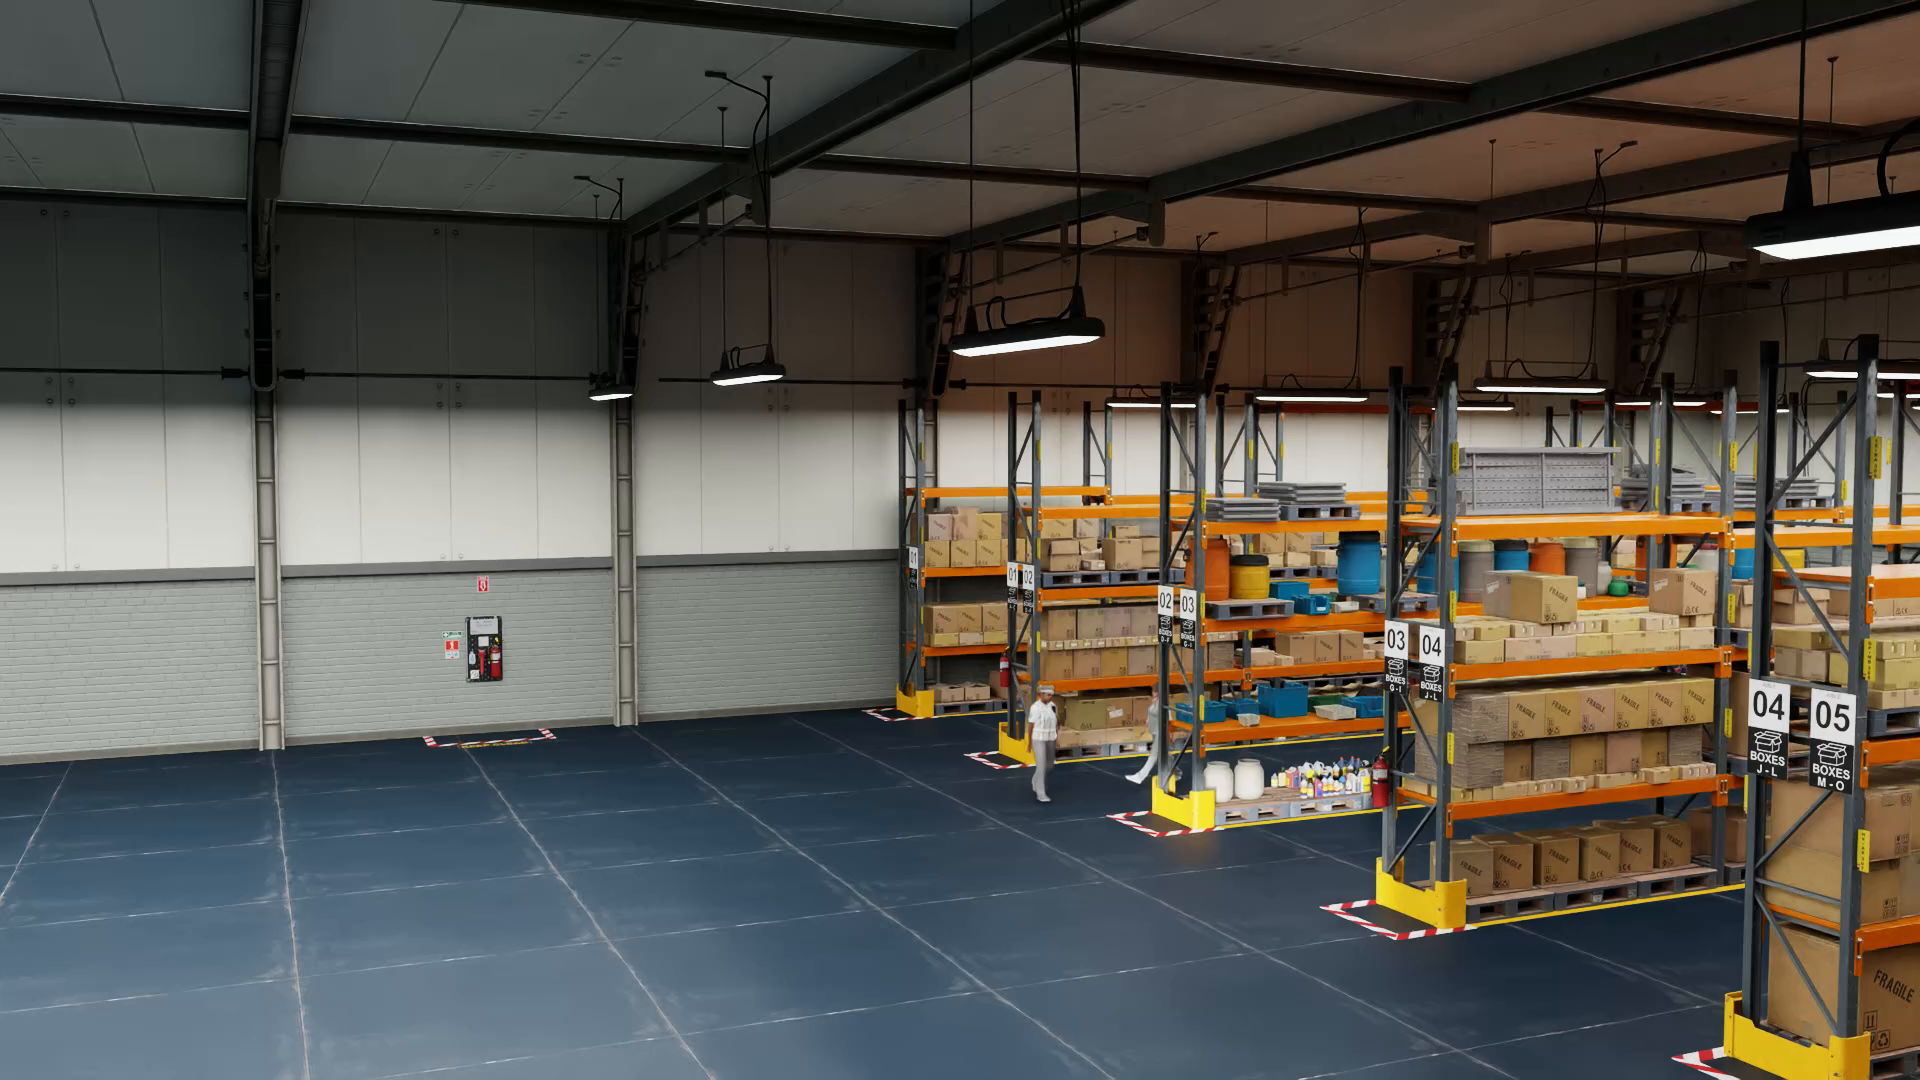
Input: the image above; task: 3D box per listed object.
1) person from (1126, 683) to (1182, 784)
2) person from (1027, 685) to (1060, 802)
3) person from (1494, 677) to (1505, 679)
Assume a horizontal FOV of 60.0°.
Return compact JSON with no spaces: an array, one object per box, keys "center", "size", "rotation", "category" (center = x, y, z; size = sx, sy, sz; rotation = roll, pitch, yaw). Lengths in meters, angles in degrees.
[{"center":[2.912,2.928,25.020],"size":[1.011,1.505,0.448],"rotation":[-1,3,-16],"category":"person"},{"center":[1.188,2.916,24.179],"size":[0.458,1.646,0.761],"rotation":[-2,4,-36],"category":"person"},{"center":[8.867,2.683,27.434],"size":[0.530,1.765,0.597],"rotation":[-1,4,-24],"category":"person"}]
